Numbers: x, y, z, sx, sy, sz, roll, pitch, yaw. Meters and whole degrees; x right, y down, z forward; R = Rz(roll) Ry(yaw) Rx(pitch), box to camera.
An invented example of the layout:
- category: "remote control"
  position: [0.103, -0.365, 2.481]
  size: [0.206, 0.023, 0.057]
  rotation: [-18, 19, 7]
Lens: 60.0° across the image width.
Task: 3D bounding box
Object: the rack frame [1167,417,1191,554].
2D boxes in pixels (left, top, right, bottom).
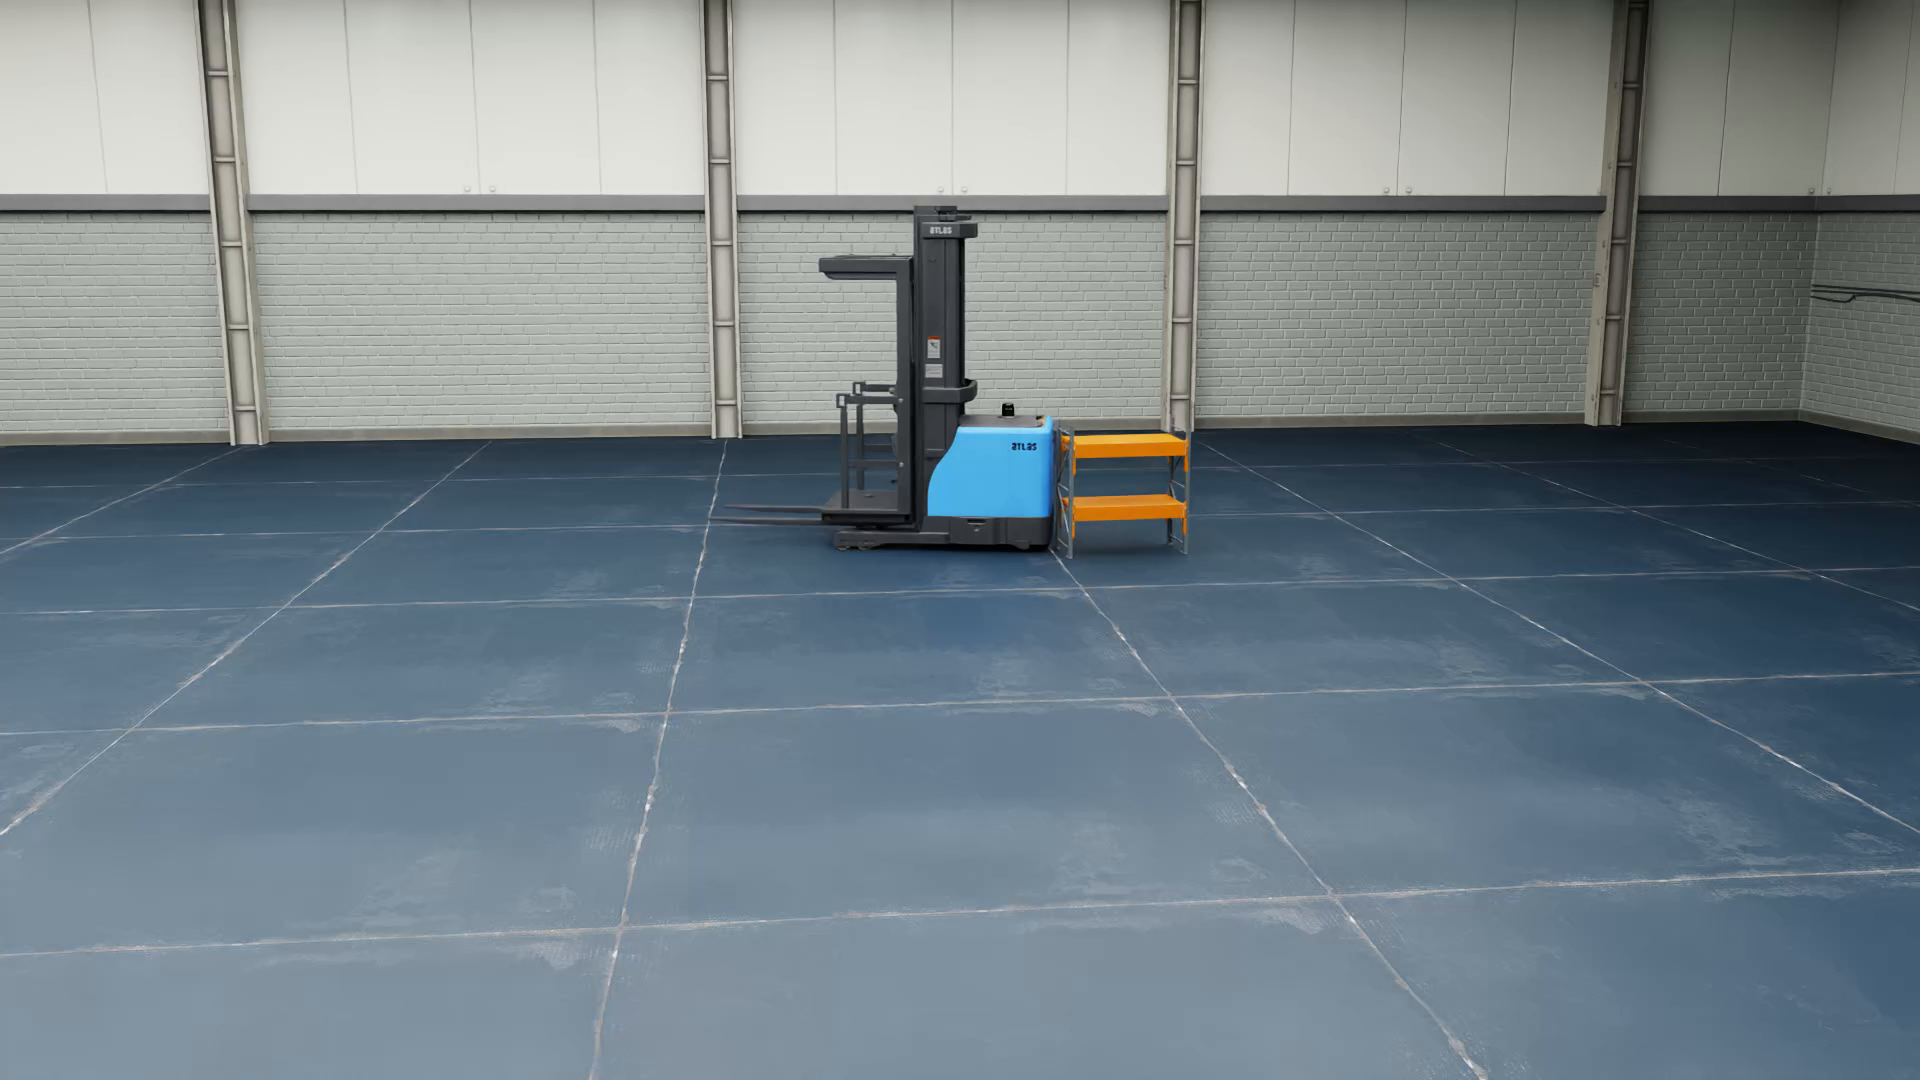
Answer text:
- category: "rack frame"
  position: [1.894, -0.478, 14.386]
  size: [0.032, 1.125, 0.500]
  rotation: [-2, 11, -10]

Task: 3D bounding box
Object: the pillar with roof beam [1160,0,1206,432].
- category: "pillar with roof beam"
  position: [3.388, -5.067, 17.313]
  size: [0.400, 9.000, 9.100]
  rotation: [-1, 11, -6]

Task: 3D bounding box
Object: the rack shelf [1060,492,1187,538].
- category: "rack shelf"
  position: [1.394, -0.221, 14.343]
  size: [1.000, 0.278, 0.538]
  rotation: [-2, 11, -10]

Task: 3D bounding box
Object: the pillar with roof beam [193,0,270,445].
- category: "pillar with roof beam"
  position: [-8.542, -4.817, 16.041]
  size: [0.400, 9.000, 9.100]
  rotation: [-1, 11, -6]

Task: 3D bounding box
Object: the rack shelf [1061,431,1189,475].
- category: "rack shelf"
  position: [1.394, -0.748, 14.240]
  size: [1.000, 0.278, 0.538]
  rotation: [-2, 11, -10]

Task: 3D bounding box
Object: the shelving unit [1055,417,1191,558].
- category: "shelving unit"
  position: [1.394, -0.461, 14.296]
  size: [1.048, 1.125, 0.538]
  rotation: [-2, 11, -10]

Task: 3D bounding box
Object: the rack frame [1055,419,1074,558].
- category: "rack frame"
  position: [0.894, -0.443, 14.207]
  size: [0.032, 1.125, 0.500]
  rotation: [-2, 11, -10]

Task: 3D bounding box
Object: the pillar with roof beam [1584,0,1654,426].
- category: "pillar with roof beam"
  position: [9.353, -5.192, 17.949]
  size: [0.400, 9.000, 9.100]
  rotation: [-1, 11, -6]

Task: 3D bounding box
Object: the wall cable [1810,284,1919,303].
- category: "wall cable"
  position: [11.960, -4.301, 21.470]
  size: [0.112, 2.526, 3.097]
  rotation: [-1, 11, -6]

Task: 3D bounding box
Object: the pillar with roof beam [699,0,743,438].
- category: "pillar with roof beam"
  position: [-2.577, -4.942, 16.677]
  size: [0.400, 9.000, 9.100]
  rotation: [-1, 11, -6]

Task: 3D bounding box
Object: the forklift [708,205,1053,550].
- category: "forklift"
  position: [-0.692, -1.449, 14.638]
  size: [3.031, 2.935, 1.130]
  rotation: [1, 11, 4]
